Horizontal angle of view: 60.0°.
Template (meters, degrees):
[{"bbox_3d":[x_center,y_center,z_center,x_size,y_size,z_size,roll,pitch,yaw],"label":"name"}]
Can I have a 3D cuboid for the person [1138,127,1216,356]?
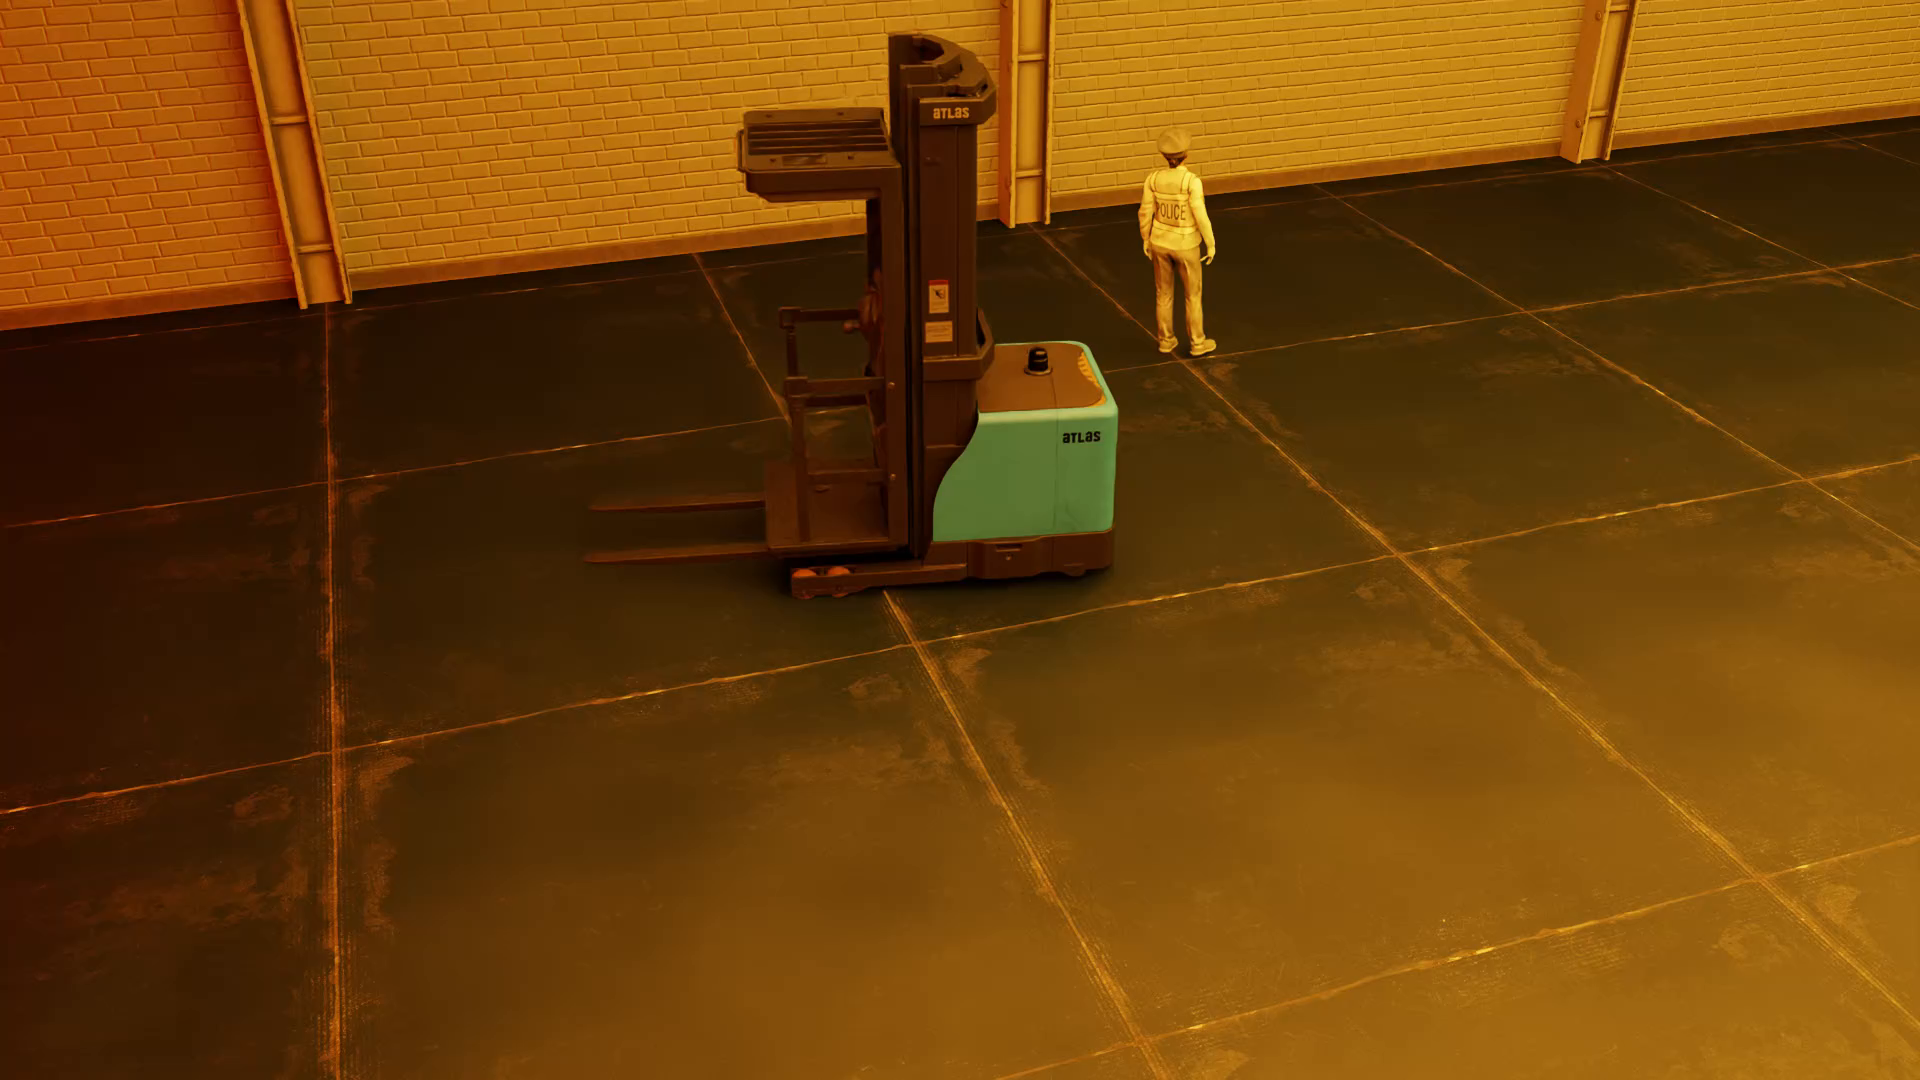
[{"bbox_3d":[1.591,-2.158,12.077,0.574,1.704,0.504,17,34,27],"label":"person"}]

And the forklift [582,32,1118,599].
[{"bbox_3d":[-0.666,-1.214,9.197,3.031,2.935,1.130,-4,30,-6],"label":"forklift"}]
